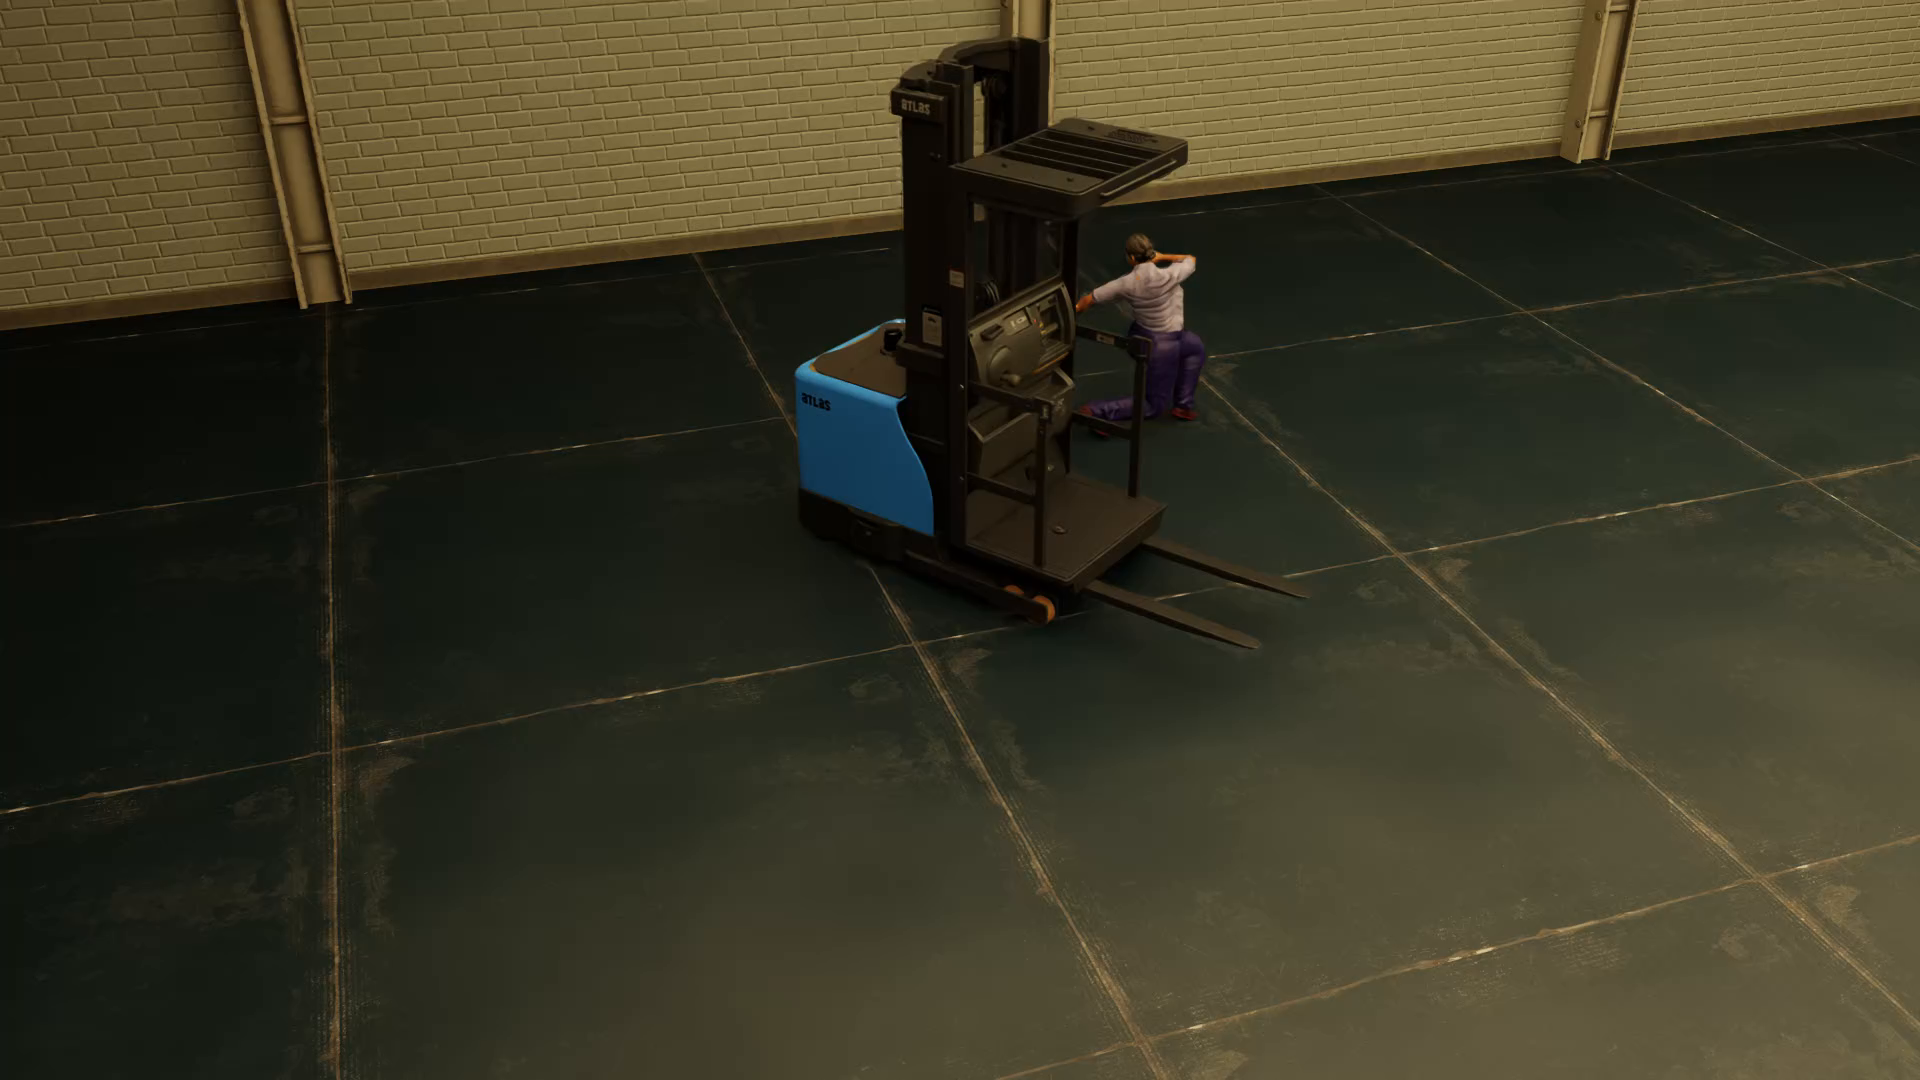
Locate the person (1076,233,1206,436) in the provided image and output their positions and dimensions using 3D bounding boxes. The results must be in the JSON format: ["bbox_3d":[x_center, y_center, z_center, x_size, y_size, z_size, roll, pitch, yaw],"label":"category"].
[{"bbox_3d":[1.181,-1.401,11.125,0.942,1.403,0.764,-16,34,-26],"label":"person"}]

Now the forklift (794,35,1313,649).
[{"bbox_3d":[0.510,-1.095,8.990,3.031,2.935,1.130,20,35,31],"label":"forklift"}]
